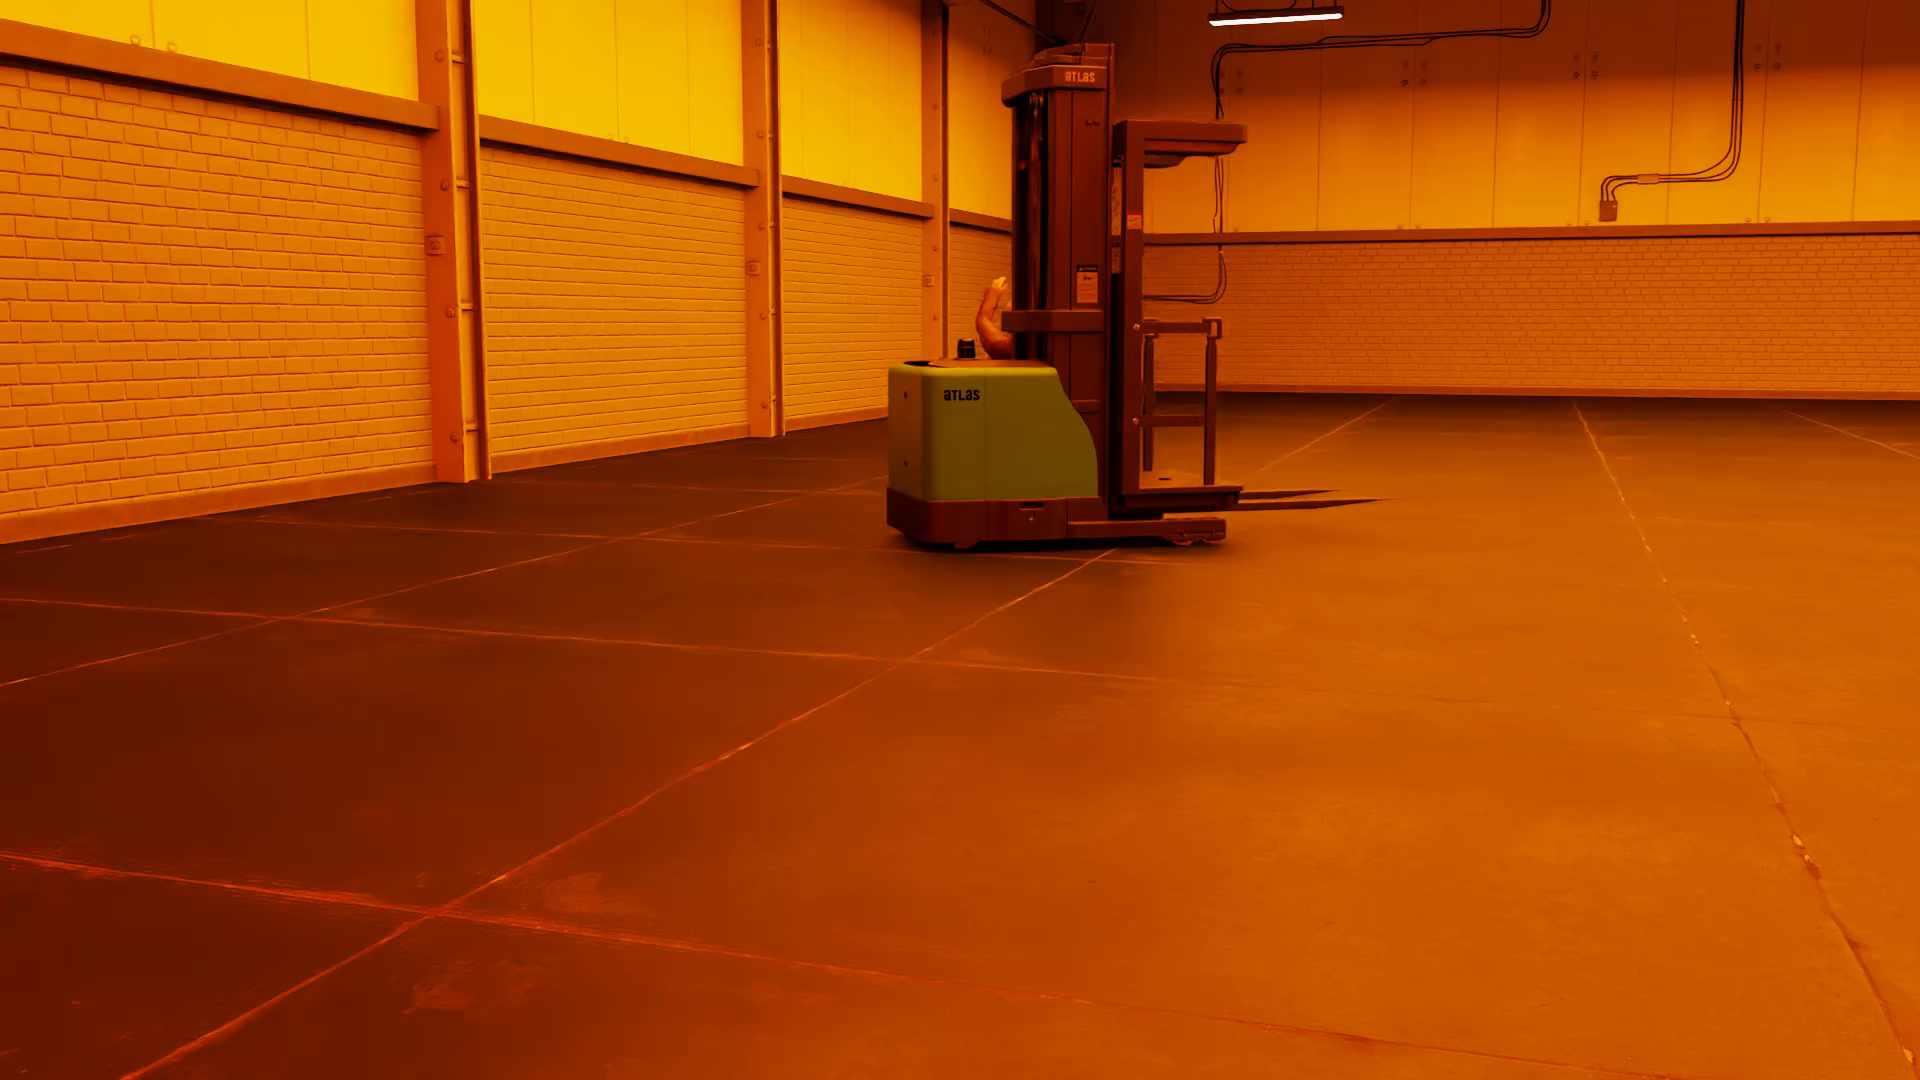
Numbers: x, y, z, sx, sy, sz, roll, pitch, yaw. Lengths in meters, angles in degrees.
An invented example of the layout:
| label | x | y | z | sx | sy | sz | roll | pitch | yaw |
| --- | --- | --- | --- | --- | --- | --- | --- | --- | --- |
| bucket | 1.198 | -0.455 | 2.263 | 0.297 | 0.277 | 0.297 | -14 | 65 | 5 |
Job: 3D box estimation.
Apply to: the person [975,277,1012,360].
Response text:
| label | x | y | z | sx | sy | sz | roll | pitch | yaw |
| --- | --- | --- | --- | --- | --- | --- | --- | --- | --- |
| person | 0.645 | -1.040 | 11.765 | 1.105 | 1.641 | 0.674 | -2 | 8 | -14 |

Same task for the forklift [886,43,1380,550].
| label | x | y | z | sx | sy | sz | roll | pitch | yaw |
| --- | --- | --- | --- | --- | --- | --- | --- | --- | --- |
| forklift | 1.113 | -1.479 | 10.279 | 3.031 | 2.935 | 1.130 | -2 | 8 | -15 |
